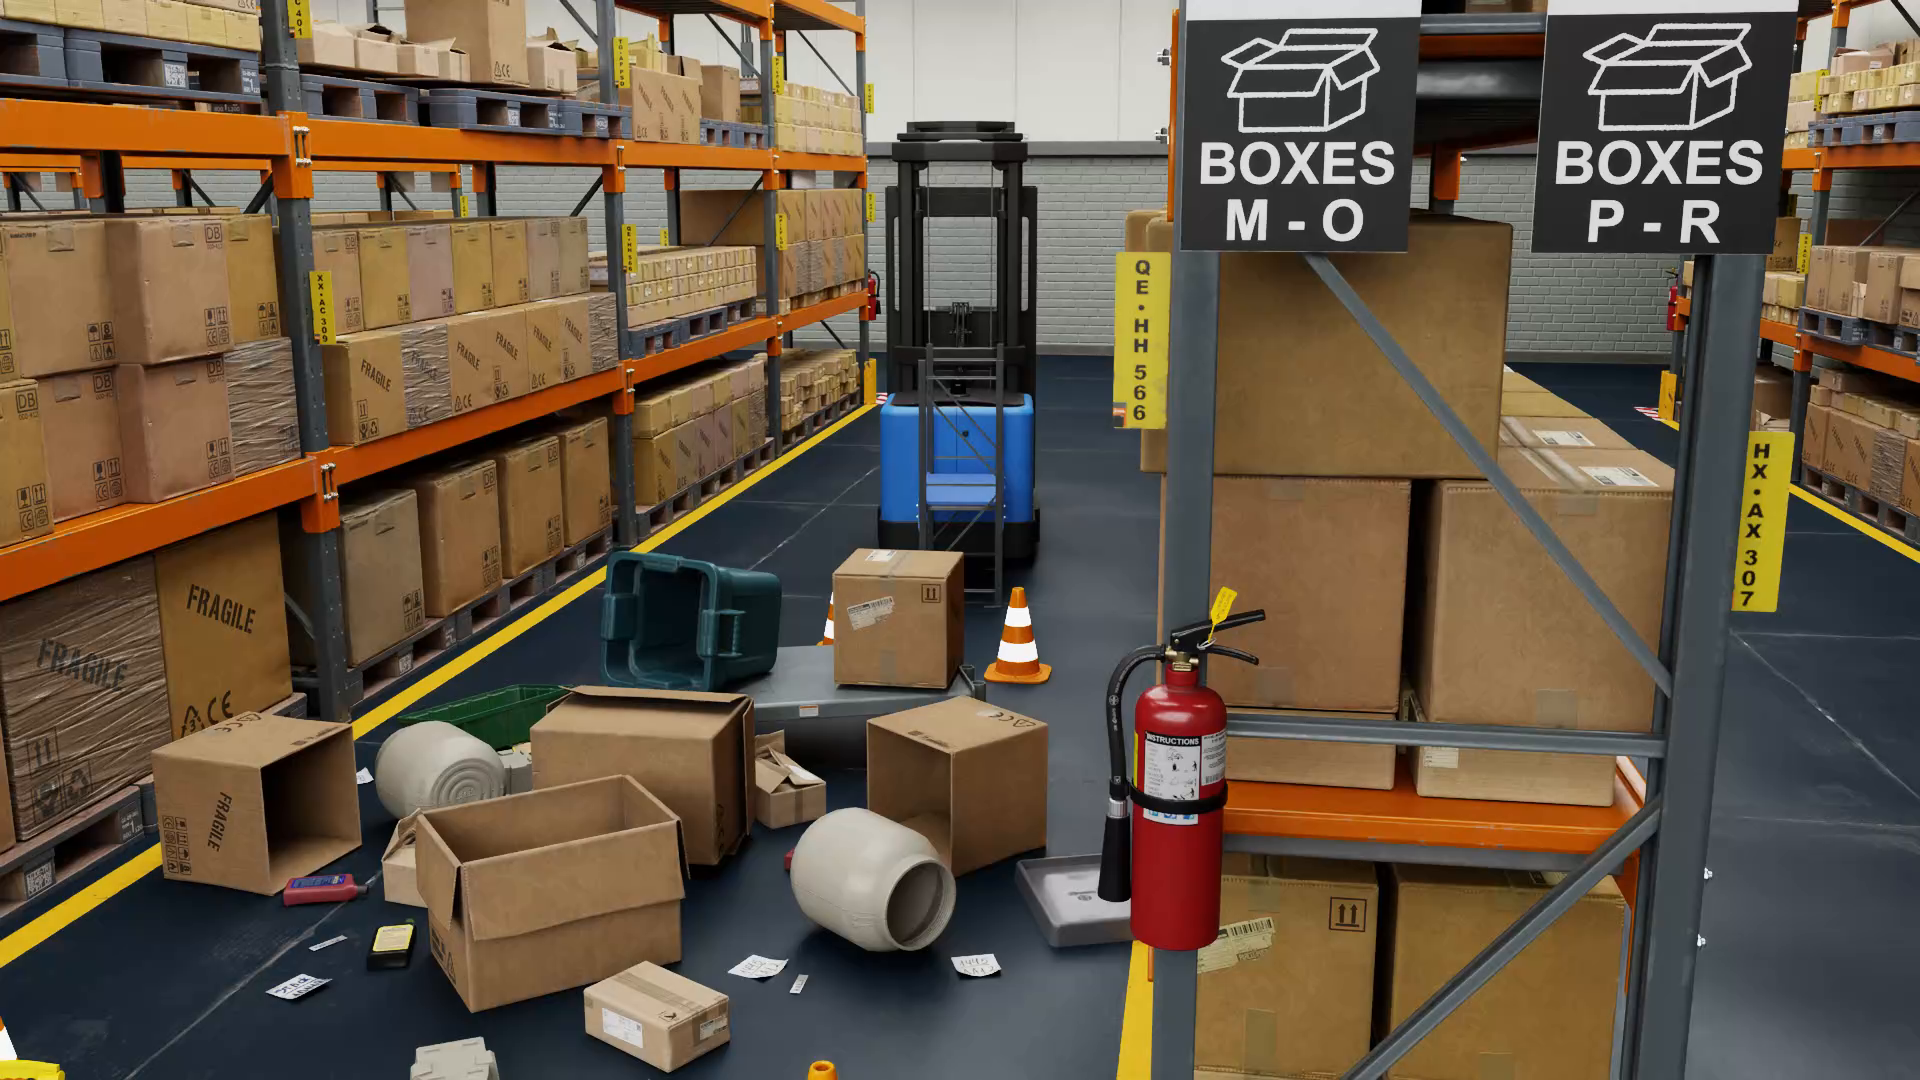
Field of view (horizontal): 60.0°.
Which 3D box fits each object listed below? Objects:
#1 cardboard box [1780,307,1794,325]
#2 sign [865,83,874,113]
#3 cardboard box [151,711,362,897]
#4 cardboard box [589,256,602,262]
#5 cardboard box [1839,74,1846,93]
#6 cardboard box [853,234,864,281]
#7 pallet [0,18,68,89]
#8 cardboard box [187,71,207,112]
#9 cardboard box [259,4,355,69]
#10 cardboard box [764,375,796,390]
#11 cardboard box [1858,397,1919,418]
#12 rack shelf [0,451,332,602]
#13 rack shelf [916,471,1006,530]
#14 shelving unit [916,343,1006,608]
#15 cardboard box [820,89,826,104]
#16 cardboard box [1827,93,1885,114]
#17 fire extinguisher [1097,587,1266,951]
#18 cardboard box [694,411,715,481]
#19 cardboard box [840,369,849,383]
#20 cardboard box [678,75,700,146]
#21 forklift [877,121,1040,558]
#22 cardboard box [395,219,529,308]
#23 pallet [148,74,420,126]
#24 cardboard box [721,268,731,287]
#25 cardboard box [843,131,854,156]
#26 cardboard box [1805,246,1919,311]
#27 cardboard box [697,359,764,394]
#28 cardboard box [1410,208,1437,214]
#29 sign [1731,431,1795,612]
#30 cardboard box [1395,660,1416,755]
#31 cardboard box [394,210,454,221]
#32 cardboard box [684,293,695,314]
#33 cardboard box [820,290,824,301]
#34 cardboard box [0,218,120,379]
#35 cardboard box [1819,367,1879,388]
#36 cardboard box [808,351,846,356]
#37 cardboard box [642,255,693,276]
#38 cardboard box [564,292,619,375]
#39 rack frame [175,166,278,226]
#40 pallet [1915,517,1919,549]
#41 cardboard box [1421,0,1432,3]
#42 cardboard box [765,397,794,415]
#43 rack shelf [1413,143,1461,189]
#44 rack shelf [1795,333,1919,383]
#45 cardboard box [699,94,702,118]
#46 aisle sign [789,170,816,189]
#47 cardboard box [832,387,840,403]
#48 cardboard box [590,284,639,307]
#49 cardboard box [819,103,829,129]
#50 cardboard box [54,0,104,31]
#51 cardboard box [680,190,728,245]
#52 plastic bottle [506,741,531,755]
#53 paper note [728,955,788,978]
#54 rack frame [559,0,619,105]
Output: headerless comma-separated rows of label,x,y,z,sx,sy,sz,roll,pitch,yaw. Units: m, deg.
cardboard box,7.451,-1.970,14.613,0.380,0.149,0.250,2,12,10
sign,-1.019,-4.973,18.727,0.100,0.325,0.005,2,12,9
cardboard box,-2.634,0.979,6.257,0.500,0.500,0.500,4,13,18
cardboard box,-3.011,-2.133,12.959,0.380,0.149,0.250,2,12,9
cardboard box,7.183,-3.601,13.119,0.380,0.149,0.250,2,12,10
cardboard box,-1.379,-3.188,18.724,0.500,0.500,0.500,2,12,10
pallet,-3.736,-1.598,5.377,1.003,0.211,1.213,2,12,9
cardboard box,-7.144,-4.044,15.286,0.700,0.500,0.500,2,12,10
cardboard box,-3.070,-2.370,7.836,0.258,0.266,0.396,2,12,8
cardboard box,-1.830,-1.540,16.379,0.380,0.149,0.250,2,12,8
cardboard box,7.291,-1.027,13.034,0.380,0.149,0.250,2,12,8
rack shelf,-3.717,0.170,5.791,1.077,0.370,4.000,2,12,9
rack shelf,0.019,-0.256,10.473,0.538,0.185,1.000,0,12,2
shelving unit,0.019,-0.431,10.435,0.538,1.500,1.048,0,12,2
cardboard box,-1.583,-4.530,16.995,0.380,0.149,0.250,2,12,7
cardboard box,7.120,-3.459,13.168,0.380,0.149,0.250,2,12,9
fire extinguisher,0.409,0.421,3.104,0.296,0.674,0.183,2,12,9
cardboard box,-2.285,-0.765,13.358,0.500,0.500,0.500,2,12,7
cardboard box,-1.441,-1.826,18.408,0.380,0.149,0.250,1,12,6
cardboard box,-2.302,-3.265,12.664,0.500,0.500,0.500,2,12,9
forklift,0.016,-1.565,12.300,1.130,2.935,3.031,0,12,1
cardboard box,-3.026,-1.663,9.979,0.700,0.500,0.500,2,12,8
pallet,-3.317,-2.163,8.245,0.805,0.209,1.217,1,12,6
cardboard box,-2.163,-2.238,14.153,0.380,0.149,0.250,1,12,7
cardboard box,-1.444,-4.279,17.965,0.500,0.250,0.500,2,12,9
cardboard box,7.337,-2.125,13.497,0.700,0.500,0.500,2,12,10
cardboard box,-2.044,-1.450,14.758,0.500,0.250,0.500,2,12,7
cardboard box,1.021,-0.736,4.973,0.700,0.500,0.500,2,12,8
sign,1.418,-0.031,2.965,0.100,0.325,0.005,2,12,9
cardboard box,1.163,0.380,3.707,0.380,0.149,0.250,2,12,9
cardboard box,-6.265,-3.606,19.477,0.500,0.500,0.500,2,12,9
cardboard box,-2.324,-1.876,13.176,0.380,0.149,0.250,2,12,9
cardboard box,-1.645,-2.575,17.418,0.380,0.149,0.250,2,12,10
cardboard box,-3.689,-0.897,6.117,0.875,0.550,0.550,2,12,9
cardboard box,7.374,-1.342,13.789,0.380,0.149,0.250,2,12,8
cardboard box,-1.490,-2.029,18.649,0.380,0.149,0.250,2,12,10
cardboard box,-2.331,-2.167,13.118,0.380,0.149,0.250,2,12,10
cardboard box,-2.598,-1.377,11.025,0.500,0.500,0.500,2,12,9
rack frame,-7.065,-2.445,16.218,1.000,3.000,0.127,2,12,9
pallet,7.170,0.078,11.131,1.003,0.211,1.213,2,12,9
cardboard box,1.310,-1.365,3.736,0.500,0.250,0.500,2,12,8
cardboard box,-1.807,-1.285,15.902,0.380,0.149,0.250,2,12,11
rack shelf,1.805,-1.990,8.693,1.077,0.370,4.000,2,12,9
rack shelf,7.325,-1.196,12.130,1.077,0.370,4.000,2,12,9
cardboard box,-2.522,-3.715,14.206,0.500,0.311,0.500,2,12,8
aisle sign,-1.849,-4.392,19.080,0.394,0.787,0.004,2,12,9
cardboard box,-1.506,-1.575,17.953,0.380,0.149,0.250,1,12,6
cardboard box,-2.522,-1.752,11.899,0.380,0.149,0.250,2,12,11
cardboard box,-1.631,-4.311,16.928,0.500,0.250,0.500,1,12,6
cardboard box,-3.306,-1.898,5.922,0.380,0.149,0.250,2,12,10
cardboard box,-2.374,-3.053,15.722,0.500,0.500,0.500,1,12,7
plastic bottle,-1.961,0.945,7.463,0.133,0.061,0.283,-5,13,-21
paper note,-0.661,1.398,5.461,0.148,0.019,0.142,7,14,28
rack frame,-2.794,-4.363,10.879,1.000,3.000,0.127,2,12,9
